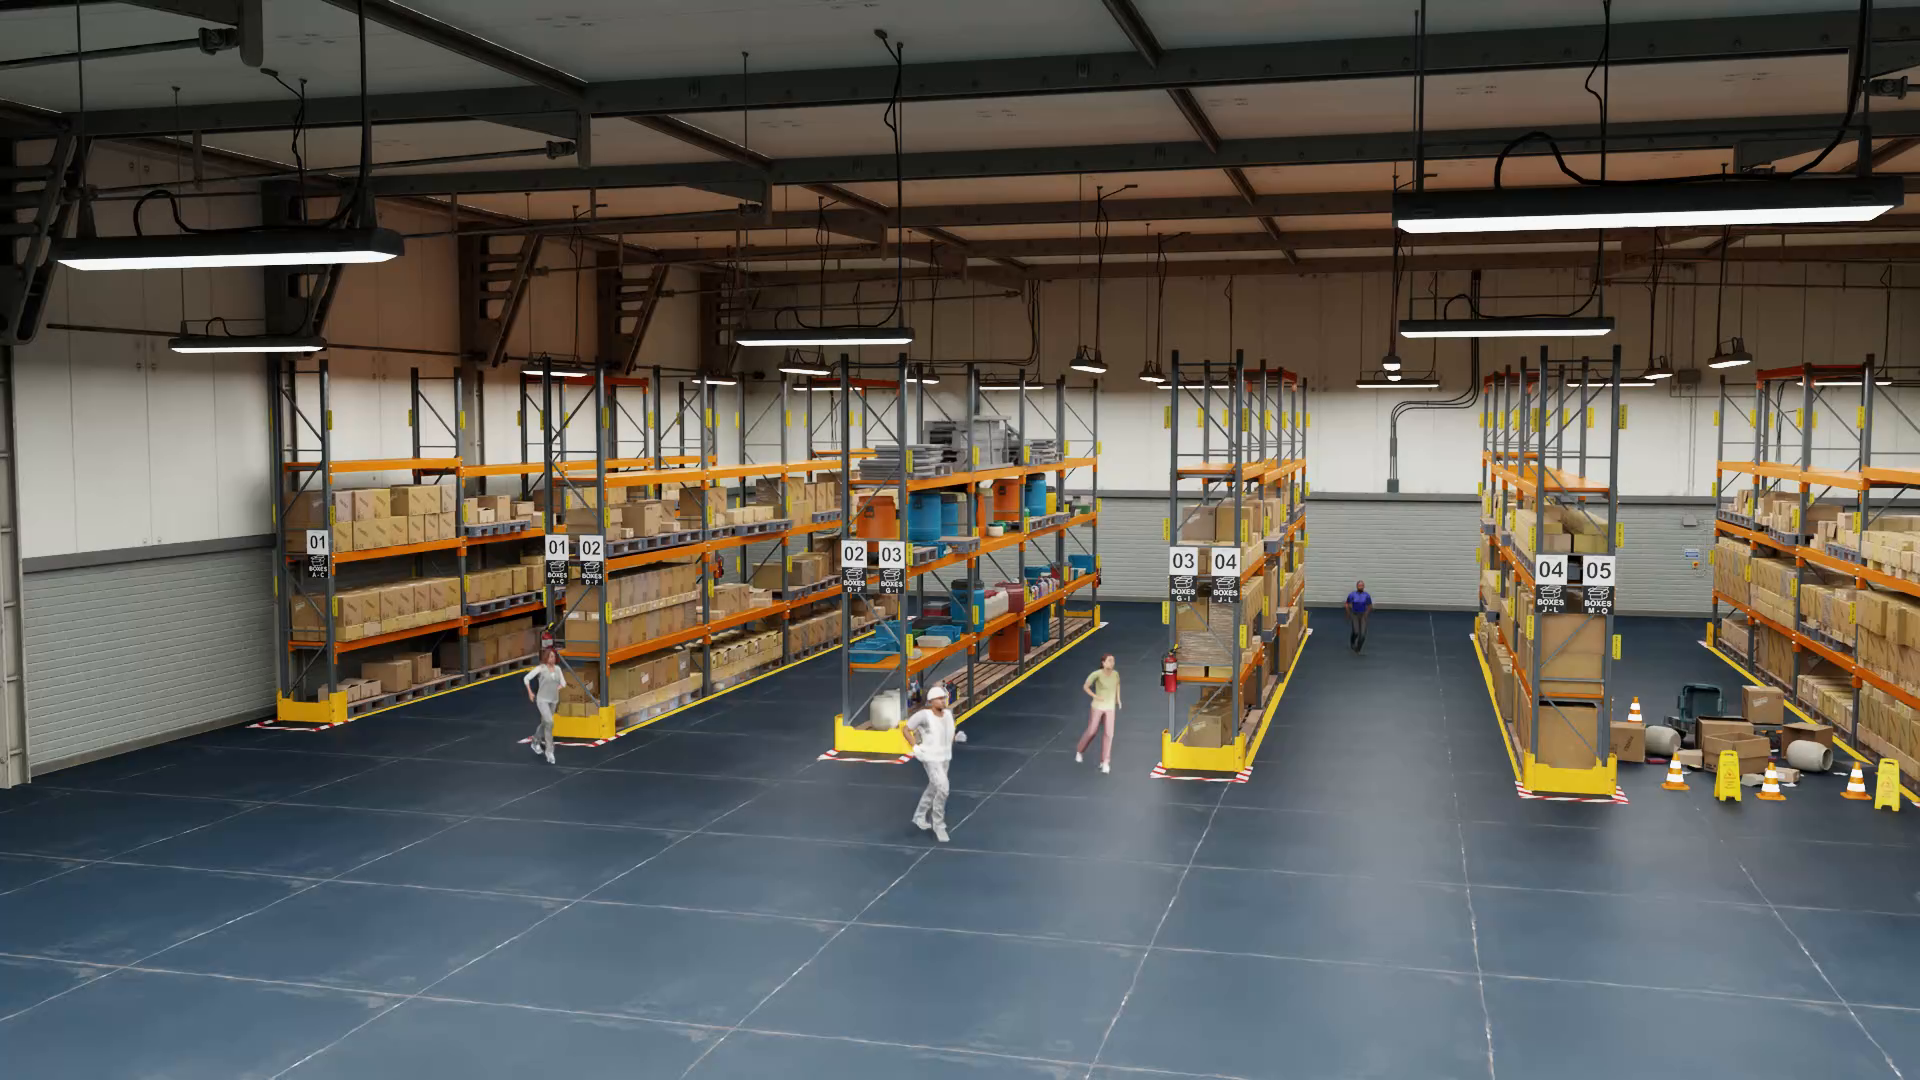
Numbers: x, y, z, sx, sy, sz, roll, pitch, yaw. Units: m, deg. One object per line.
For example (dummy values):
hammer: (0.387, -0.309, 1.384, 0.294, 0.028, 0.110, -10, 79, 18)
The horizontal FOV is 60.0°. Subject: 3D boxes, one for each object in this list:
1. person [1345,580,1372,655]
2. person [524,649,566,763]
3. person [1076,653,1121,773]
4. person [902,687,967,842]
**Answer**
person: (8.486, 1.659, 35.353, 0.559, 1.606, 0.586, 0, 4, 5)
person: (-6.117, 2.430, 24.637, 0.719, 1.631, 0.560, 3, 5, 37)
person: (2.078, 2.443, 23.932, 0.641, 1.652, 0.944, -1, 4, -17)
person: (-0.286, 2.681, 19.985, 0.789, 1.846, 0.657, 3, 5, 39)
